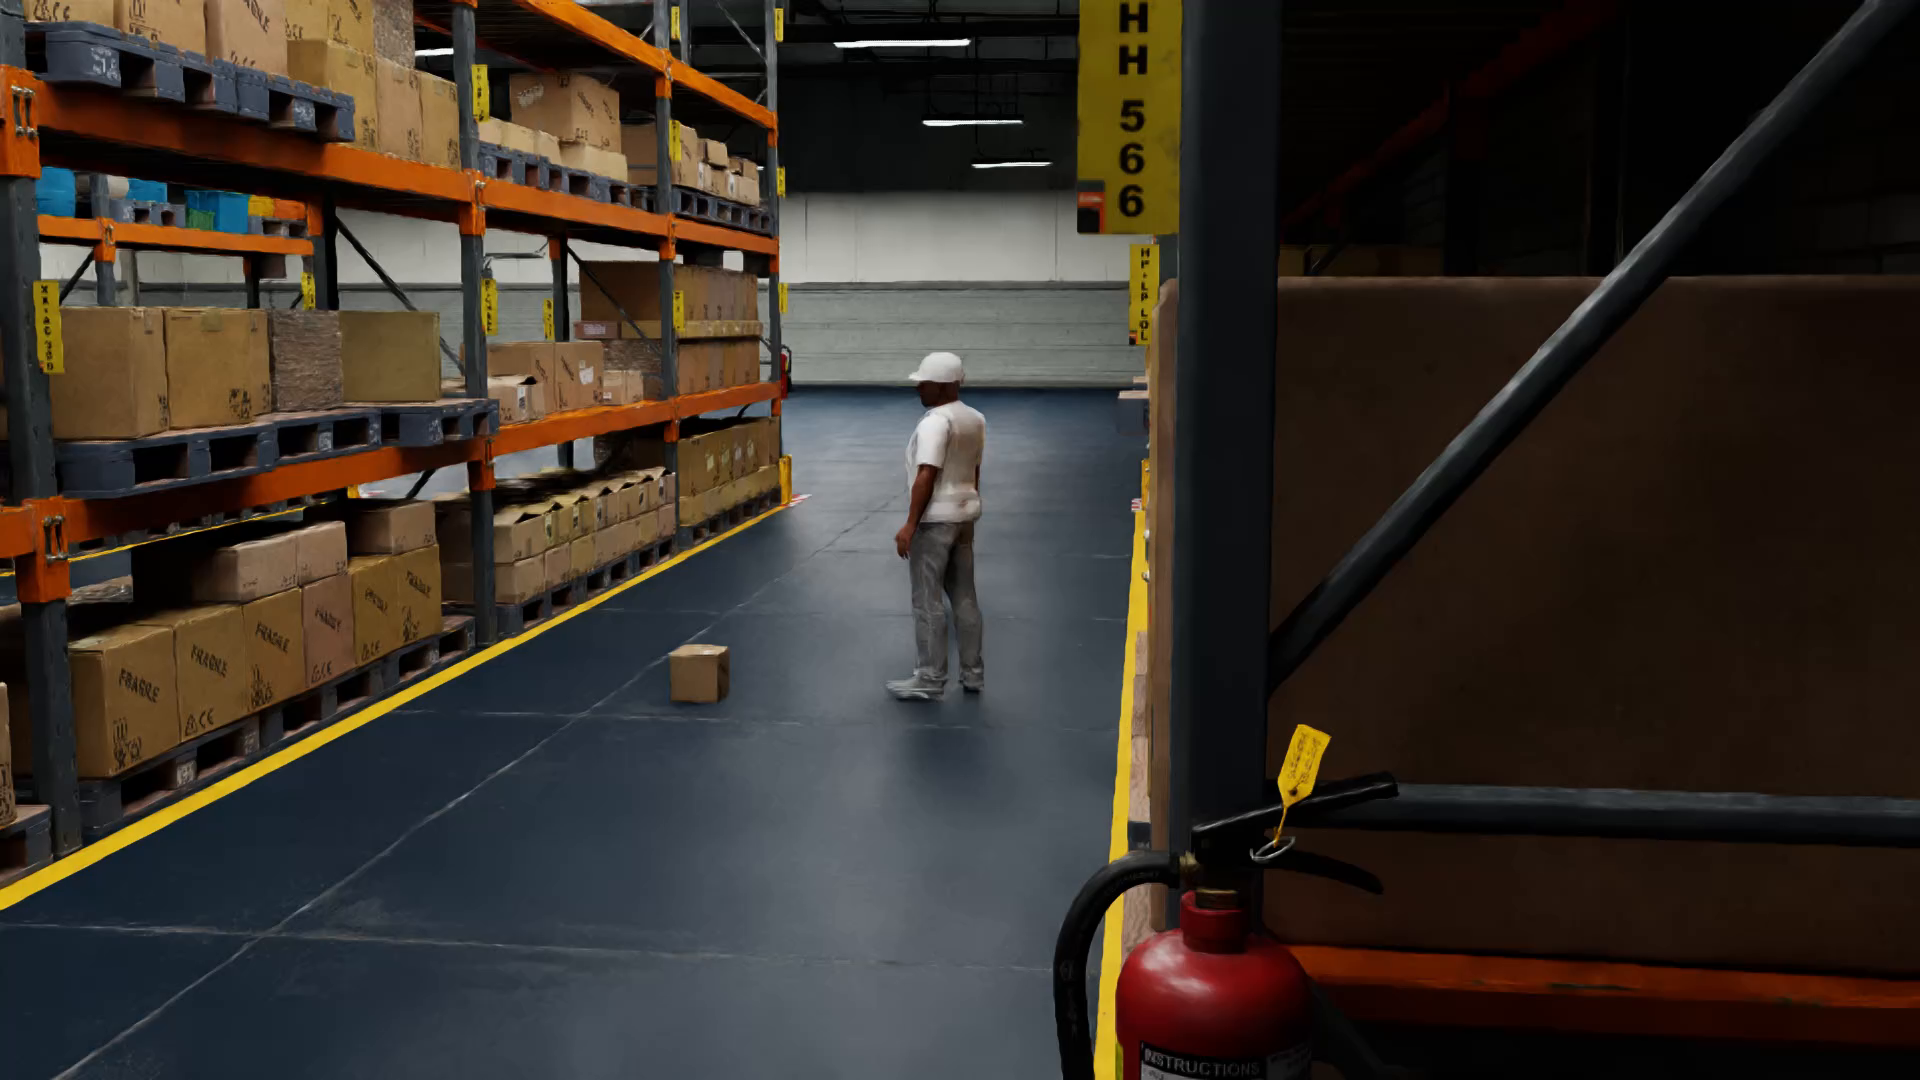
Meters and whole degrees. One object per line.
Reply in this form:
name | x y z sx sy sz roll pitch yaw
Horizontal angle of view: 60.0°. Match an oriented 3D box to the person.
person | -0.111 -0.092 8.682 0.381 1.768 0.664 5 9 32
